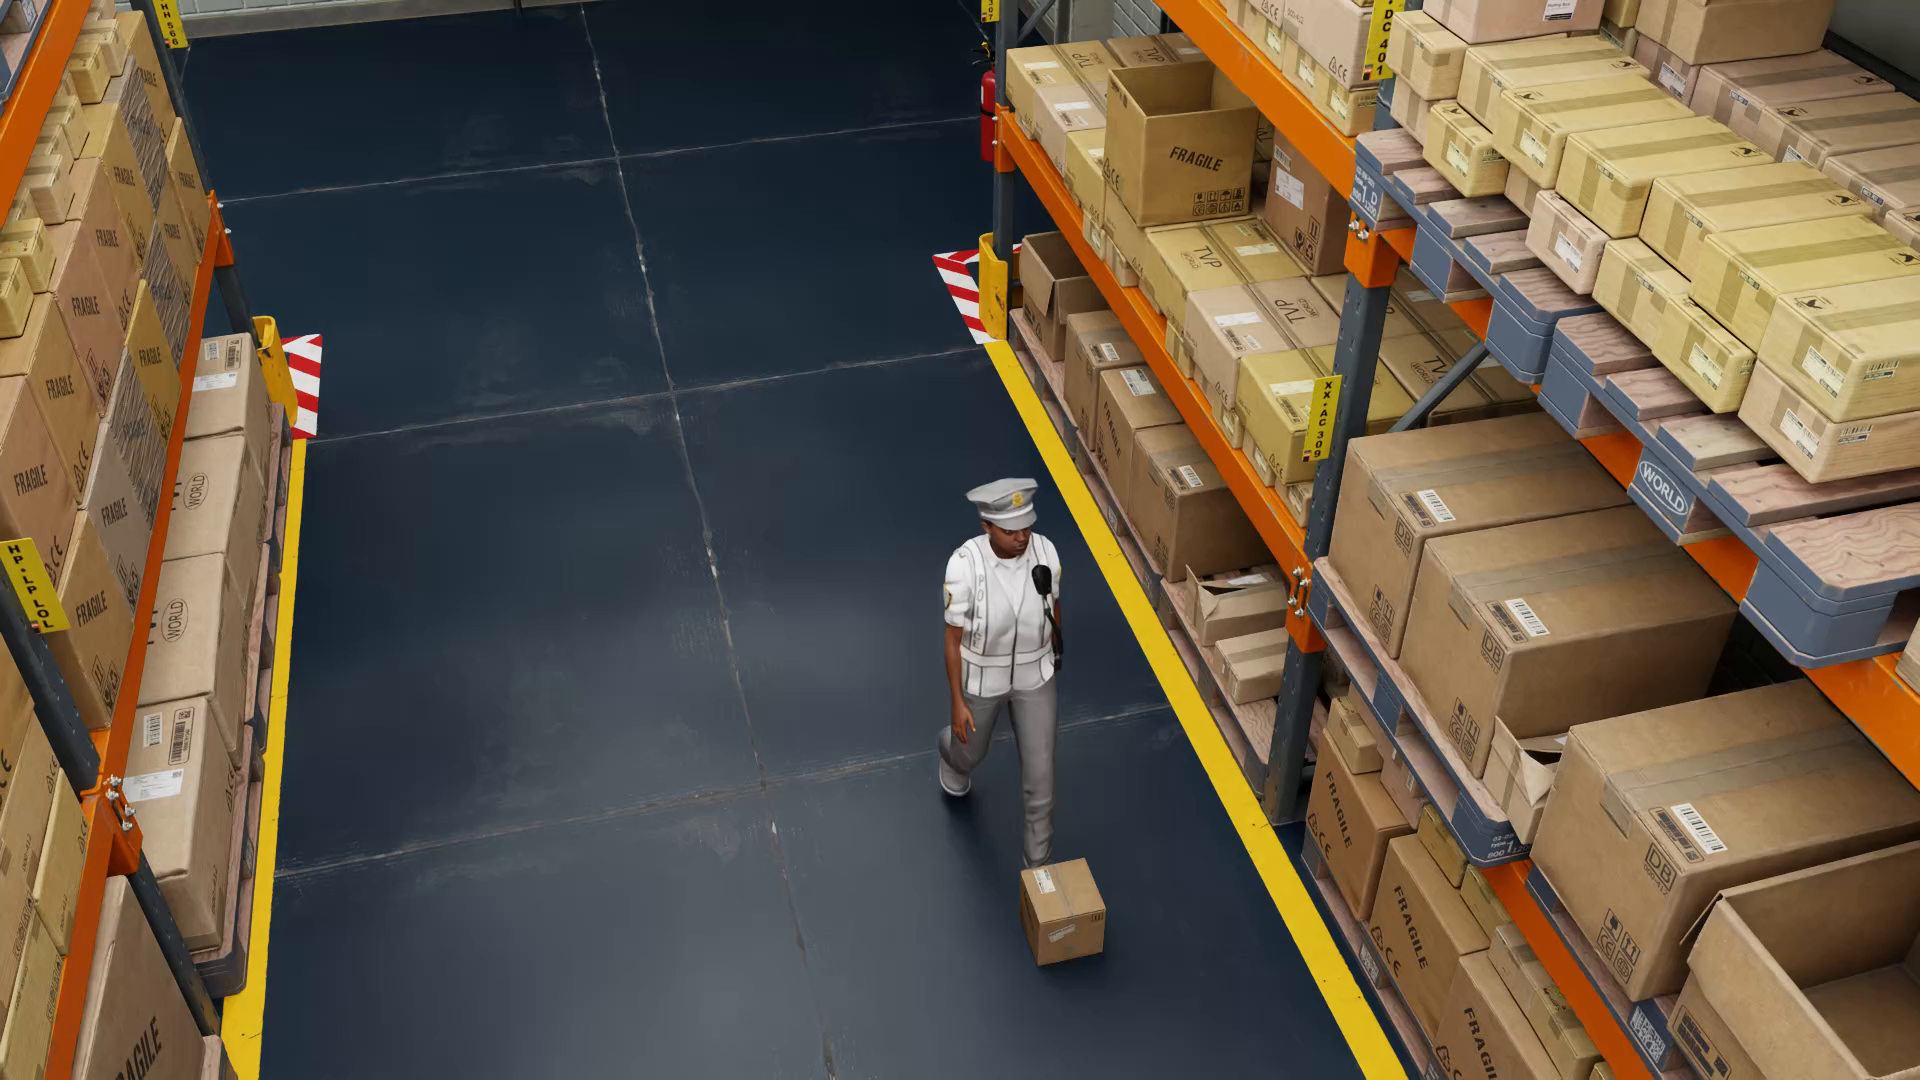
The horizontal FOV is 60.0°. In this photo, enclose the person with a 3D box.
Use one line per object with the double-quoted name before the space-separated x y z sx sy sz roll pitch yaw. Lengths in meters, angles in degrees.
"person" 0.169 0.498 6.052 0.458 1.659 0.842 -7 39 -9
